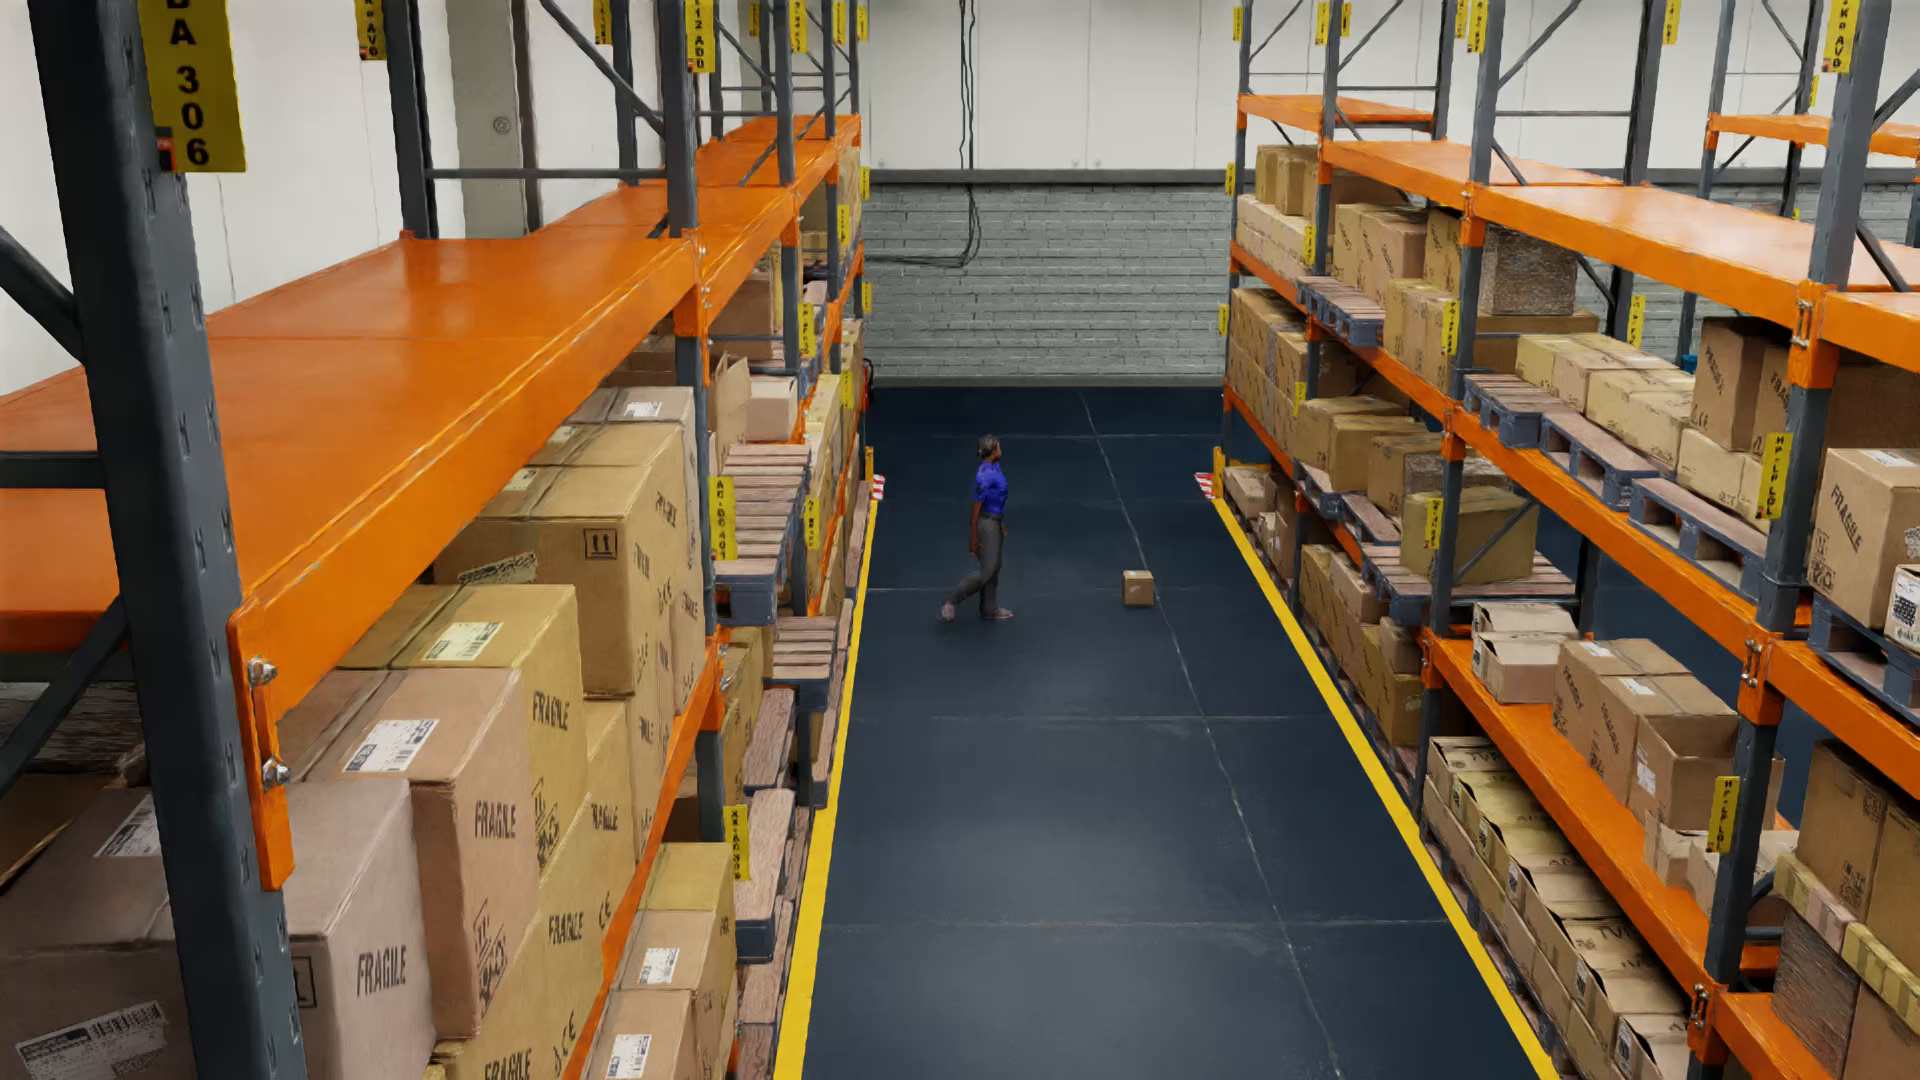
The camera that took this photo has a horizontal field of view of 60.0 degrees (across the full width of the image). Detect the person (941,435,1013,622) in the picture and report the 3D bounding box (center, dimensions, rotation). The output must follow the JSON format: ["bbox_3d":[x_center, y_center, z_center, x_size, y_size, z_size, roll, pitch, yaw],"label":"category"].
[{"bbox_3d":[0.152,-0.073,14.321,0.583,1.656,0.653,2,17,8],"label":"person"}]
